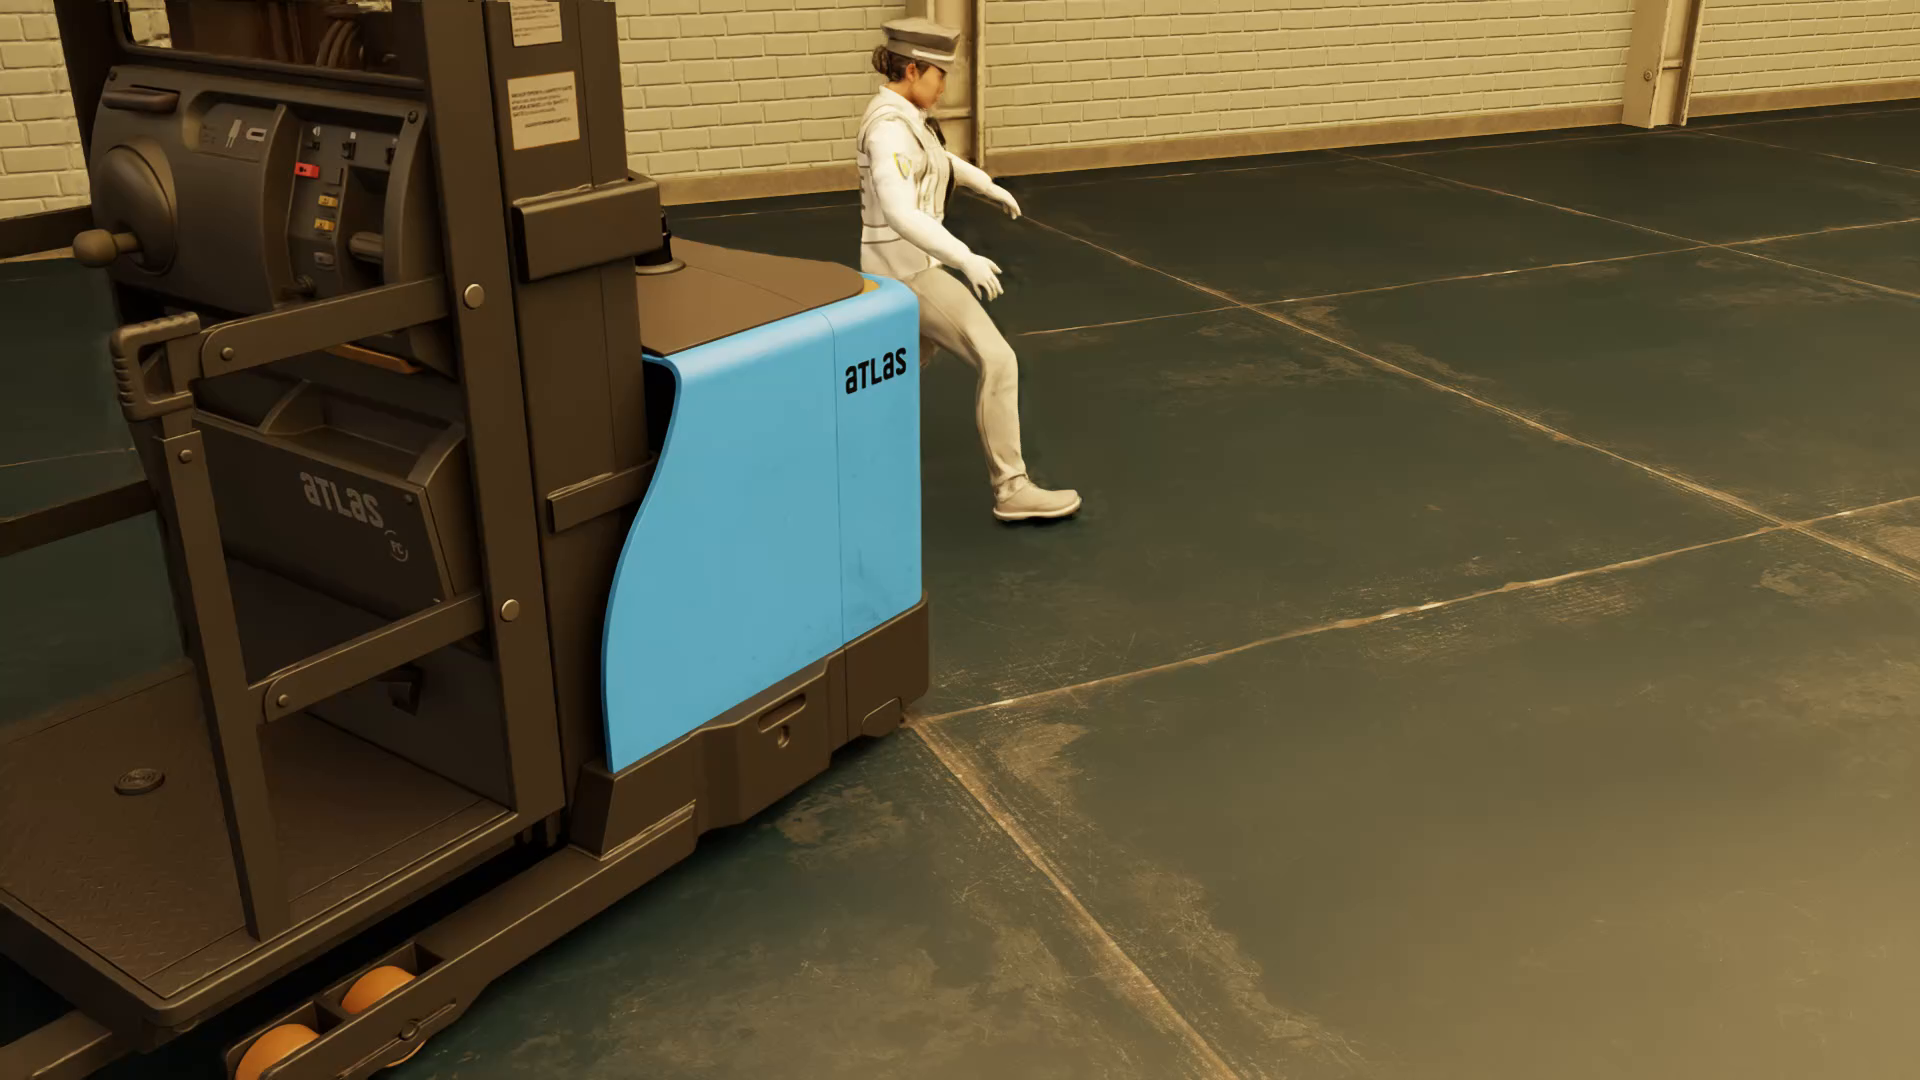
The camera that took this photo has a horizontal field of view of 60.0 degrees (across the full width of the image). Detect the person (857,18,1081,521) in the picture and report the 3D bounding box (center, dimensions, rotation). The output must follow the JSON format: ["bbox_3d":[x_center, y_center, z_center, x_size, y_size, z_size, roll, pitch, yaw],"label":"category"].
[{"bbox_3d":[-0.058,-0.899,5.387,0.922,1.518,0.998,1,23,3],"label":"person"}]

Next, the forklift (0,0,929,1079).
[{"bbox_3d":[-1.349,-0.589,2.704,1.130,2.935,3.031,16,27,33],"label":"forklift"}]
